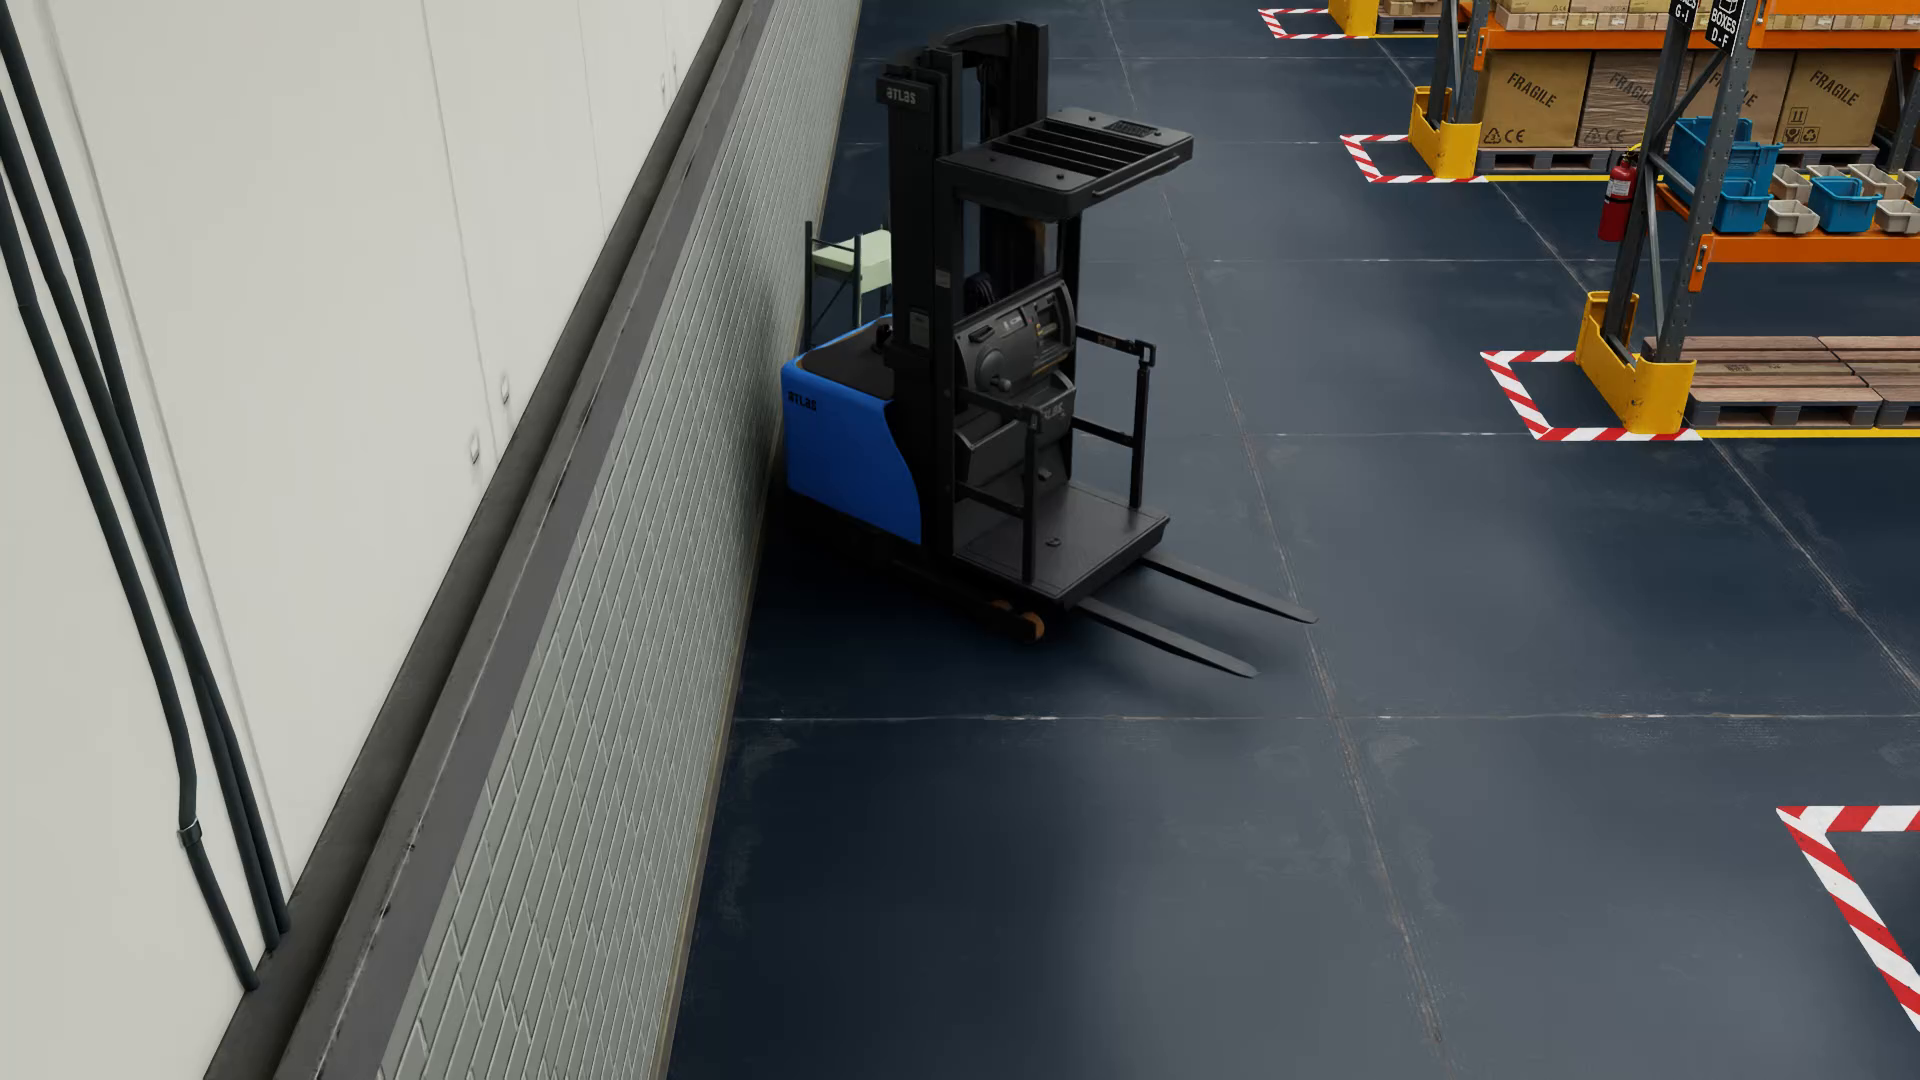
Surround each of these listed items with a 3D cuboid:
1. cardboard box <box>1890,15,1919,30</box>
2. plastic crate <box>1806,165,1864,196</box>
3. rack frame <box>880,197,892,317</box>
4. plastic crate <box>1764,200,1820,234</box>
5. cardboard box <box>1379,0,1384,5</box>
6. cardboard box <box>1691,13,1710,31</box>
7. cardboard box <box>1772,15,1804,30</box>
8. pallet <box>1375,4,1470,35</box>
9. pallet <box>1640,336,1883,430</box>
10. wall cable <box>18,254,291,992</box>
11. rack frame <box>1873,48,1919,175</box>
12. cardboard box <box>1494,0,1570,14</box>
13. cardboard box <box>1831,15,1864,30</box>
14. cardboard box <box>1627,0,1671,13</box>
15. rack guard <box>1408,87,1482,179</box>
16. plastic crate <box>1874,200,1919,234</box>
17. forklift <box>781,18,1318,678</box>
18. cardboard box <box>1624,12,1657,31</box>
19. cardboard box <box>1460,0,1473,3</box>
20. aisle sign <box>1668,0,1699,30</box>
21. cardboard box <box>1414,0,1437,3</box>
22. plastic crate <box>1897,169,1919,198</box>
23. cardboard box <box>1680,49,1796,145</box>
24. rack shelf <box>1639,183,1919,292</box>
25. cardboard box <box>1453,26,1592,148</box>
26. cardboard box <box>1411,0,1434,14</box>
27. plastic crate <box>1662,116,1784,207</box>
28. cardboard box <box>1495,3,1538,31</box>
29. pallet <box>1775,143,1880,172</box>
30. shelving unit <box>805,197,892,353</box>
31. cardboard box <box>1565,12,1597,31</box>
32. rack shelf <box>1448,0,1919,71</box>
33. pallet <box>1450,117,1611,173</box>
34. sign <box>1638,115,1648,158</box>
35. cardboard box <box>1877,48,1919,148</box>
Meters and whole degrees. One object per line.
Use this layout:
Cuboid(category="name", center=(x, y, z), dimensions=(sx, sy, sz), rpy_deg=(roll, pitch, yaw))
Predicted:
Cuboid(category="cardboard box", center=(8.193, -4.580, 14.539), dimensions=(0.250, 0.149, 0.380), rpy_deg=(0, 31, 0))
Cuboid(category="plastic crate", center=(5.630, -2.280, 10.701), dimensions=(0.243, 0.136, 0.396), rpy_deg=(0, 31, 0))
Cuboid(category="rack frame", center=(-0.342, -1.383, 10.472), dimensions=(0.400, 1.500, 0.023), rpy_deg=(20, 31, 30))
Cuboid(category="plastic crate", center=(5.096, -1.978, 10.204), dimensions=(0.298, 0.136, 0.250), rpy_deg=(0, 31, 0))
Cuboid(category="cardboard box", center=(5.092, -6.490, 19.787), dimensions=(0.250, 0.149, 0.380), rpy_deg=(0, 31, 1))
Cuboid(category="cardboard box", center=(6.391, -4.574, 14.529), dimensions=(0.250, 0.149, 0.380), rpy_deg=(-1, 31, -2))
Cuboid(category="cardboard box", center=(7.164, -4.577, 14.533), dimensions=(0.250, 0.149, 0.380), rpy_deg=(0, 31, 1))
Cuboid(category="pallet", center=(5.456, -6.211, 19.673), dimensions=(1.213, 0.211, 1.003), rpy_deg=(0, 31, 0))
Cuboid(category="pallet", center=(5.351, -1.067, 11.195), dimensions=(1.213, 0.211, 1.003), rpy_deg=(0, 31, 0))
Cuboid(category="wall cable", center=(-1.072, 1.457, 1.556), dimensions=(0.112, 2.526, 3.097), rpy_deg=(0, 31, 0))
Cuboid(category="rack frame", center=(8.496, -4.859, 14.755), dimensions=(0.127, 3.000, 1.000), rpy_deg=(0, 31, 0))
Cuboid(category="cardboard box", center=(4.978, -4.771, 14.468), dimensions=(0.500, 0.250, 0.500), rpy_deg=(-1, 31, -2))
Cuboid(category="cardboard box", center=(7.679, -4.579, 14.536), dimensions=(0.250, 0.149, 0.380), rpy_deg=(-1, 31, -1))
Cuboid(category="cardboard box", center=(6.000, -4.775, 14.476), dimensions=(0.500, 0.250, 0.500), rpy_deg=(-1, 31, -2))
Cuboid(category="rack guard", center=(4.472, -3.777, 15.383), dimensions=(0.348, 0.500, 1.175), rpy_deg=(0, 31, 0))
Cuboid(category="plastic crate", center=(5.774, -1.980, 10.207), dimensions=(0.298, 0.136, 0.250), rpy_deg=(0, 31, 0))
Cuboid(category="forklift", center=(0.457, -1.019, 8.493), dimensions=(3.031, 2.935, 1.130), rpy_deg=(23, 38, 32))
Cuboid(category="cardboard box", center=(5.881, -4.573, 14.526), dimensions=(0.250, 0.149, 0.380), rpy_deg=(-1, 31, -1))
Cuboid(category="cardboard box", center=(5.868, -6.338, 19.251), dimensions=(0.250, 0.149, 0.380), rpy_deg=(1, 31, 1))
Cuboid(category="aisle sign", center=(4.452, -3.540, 10.076), dimensions=(0.004, 0.787, 0.394), rpy_deg=(0, 31, 0))
Cuboid(category="cardboard box", center=(5.367, -6.347, 19.265), dimensions=(0.250, 0.149, 0.380), rpy_deg=(0, 31, -1))
Cuboid(category="plastic crate", center=(6.204, -2.304, 10.741), dimensions=(0.250, 0.136, 0.298), rpy_deg=(0, 31, 0))
Cuboid(category="cardboard box", center=(6.935, -4.166, 15.258), dimensions=(0.875, 0.875, 0.875), rpy_deg=(0, 31, 0))
Cuboid(category="rack shelf", center=(6.526, -1.976, 10.697), dimensions=(4.000, 0.370, 1.077), rpy_deg=(0, 31, 0))
Cuboid(category="cardboard box", center=(5.136, -4.161, 15.248), dimensions=(0.875, 0.875, 0.875), rpy_deg=(0, 31, 0))
Cuboid(category="cardboard box", center=(5.354, -6.259, 19.406), dimensions=(0.250, 0.149, 0.380), rpy_deg=(0, 31, 0))
Cuboid(category="plastic crate", center=(4.860, -2.416, 10.637), dimensions=(0.499, 0.435, 0.616), rpy_deg=(0, 31, 0))
Cuboid(category="cardboard box", center=(4.853, -4.569, 14.519), dimensions=(0.250, 0.149, 0.380), rpy_deg=(0, 31, 0))
Cuboid(category="pallet", center=(7.735, -3.705, 15.541), dimensions=(1.213, 0.211, 1.003), rpy_deg=(0, 31, 0))
Cuboid(category="shelving unit", center=(-0.556, -1.258, 10.203), dimensions=(0.431, 1.500, 0.755), rpy_deg=(20, 31, 30))
Cuboid(category="cardboard box", center=(5.366, -4.571, 14.524), dimensions=(0.250, 0.149, 0.380), rpy_deg=(-1, 31, -1))
Cuboid(category="rack shelf", center=(6.496, -4.545, 14.931), dimensions=(4.000, 0.370, 1.077), rpy_deg=(0, 31, 0))
Cuboid(category="pallet", center=(5.295, -3.697, 15.529), dimensions=(1.213, 0.211, 1.003), rpy_deg=(0, 31, 0))
Cuboid(category="sign", center=(4.506, -2.632, 10.928), dimensions=(0.005, 0.325, 0.100), rpy_deg=(0, 31, 0))
Cuboid(category="cardboard box", center=(9.136, -4.142, 15.218), dimensions=(0.875, 0.875, 1.225), rpy_deg=(0, 31, 0))
